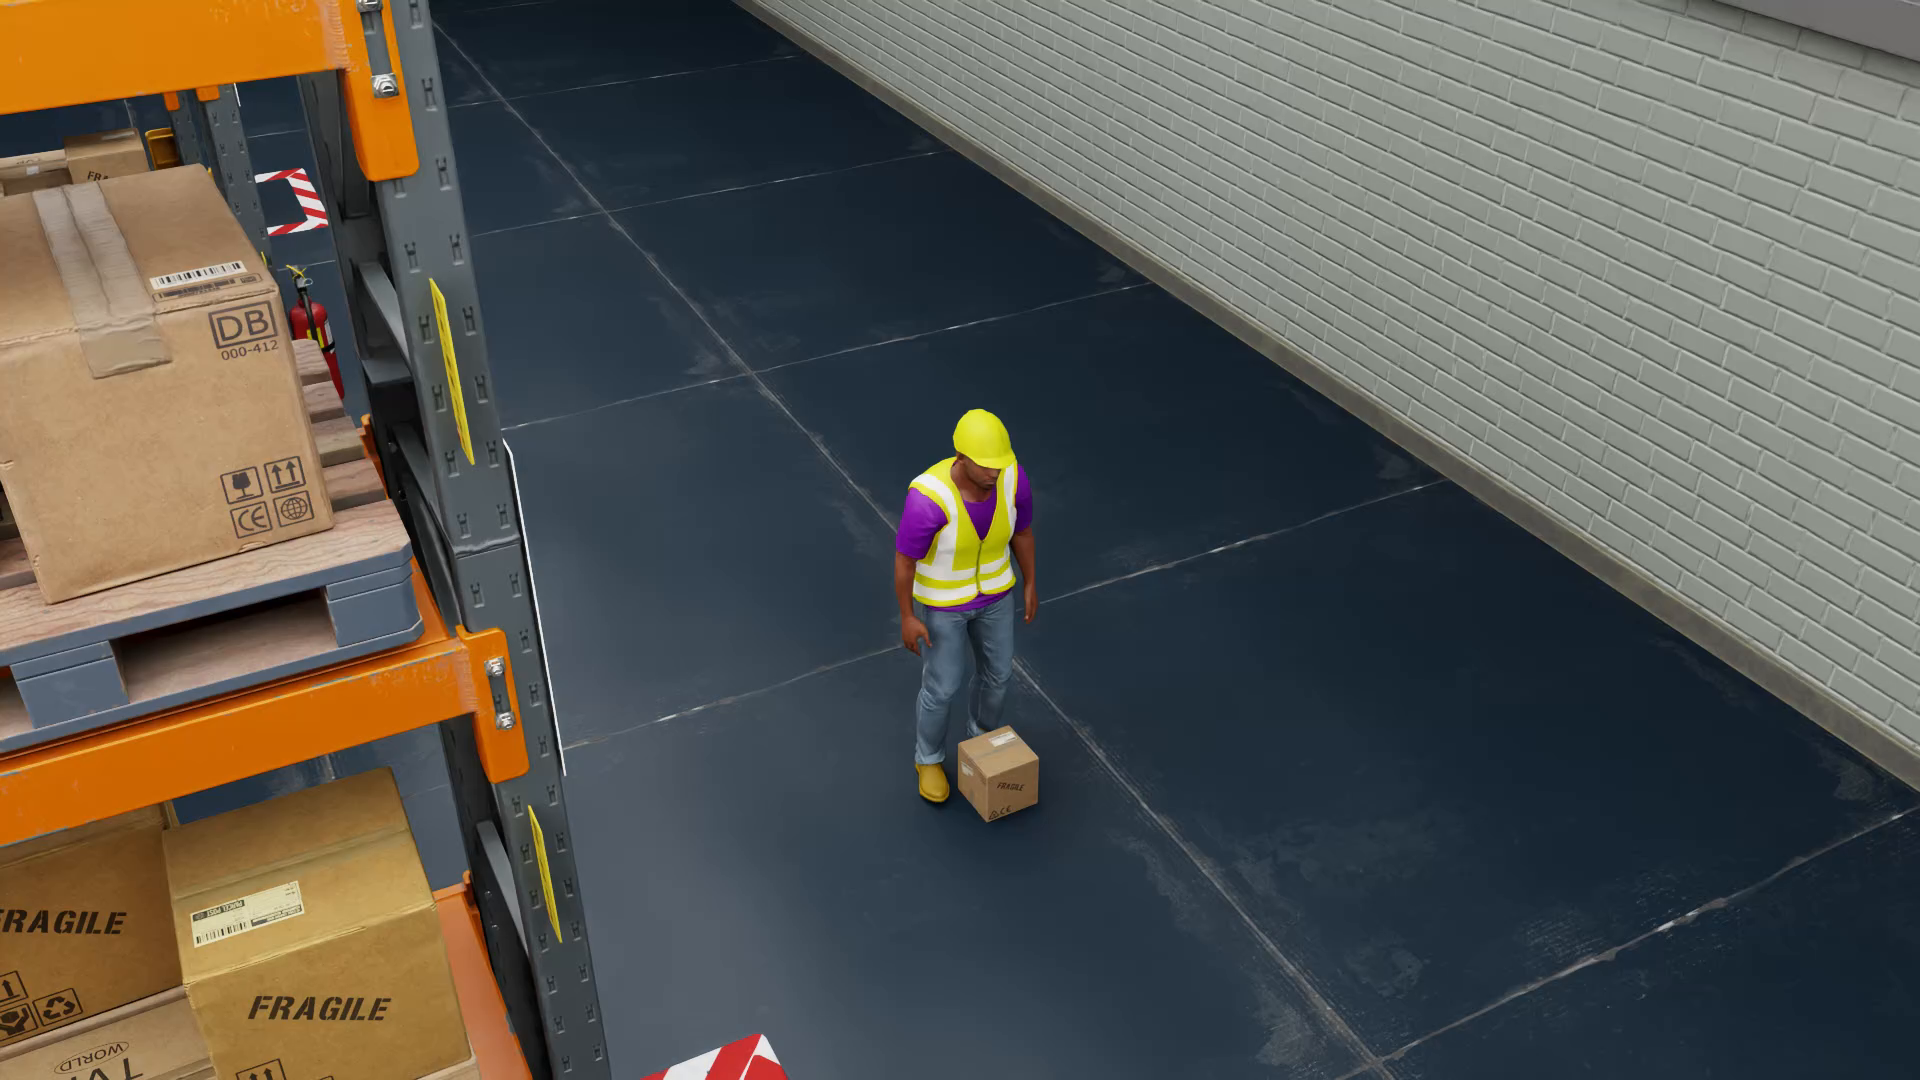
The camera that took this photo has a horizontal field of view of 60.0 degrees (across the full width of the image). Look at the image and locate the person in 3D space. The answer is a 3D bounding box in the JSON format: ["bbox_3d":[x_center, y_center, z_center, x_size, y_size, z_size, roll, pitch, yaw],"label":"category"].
[{"bbox_3d":[0.037,0.242,6.747,0.628,1.761,0.457,-16,36,-23],"label":"person"}]
